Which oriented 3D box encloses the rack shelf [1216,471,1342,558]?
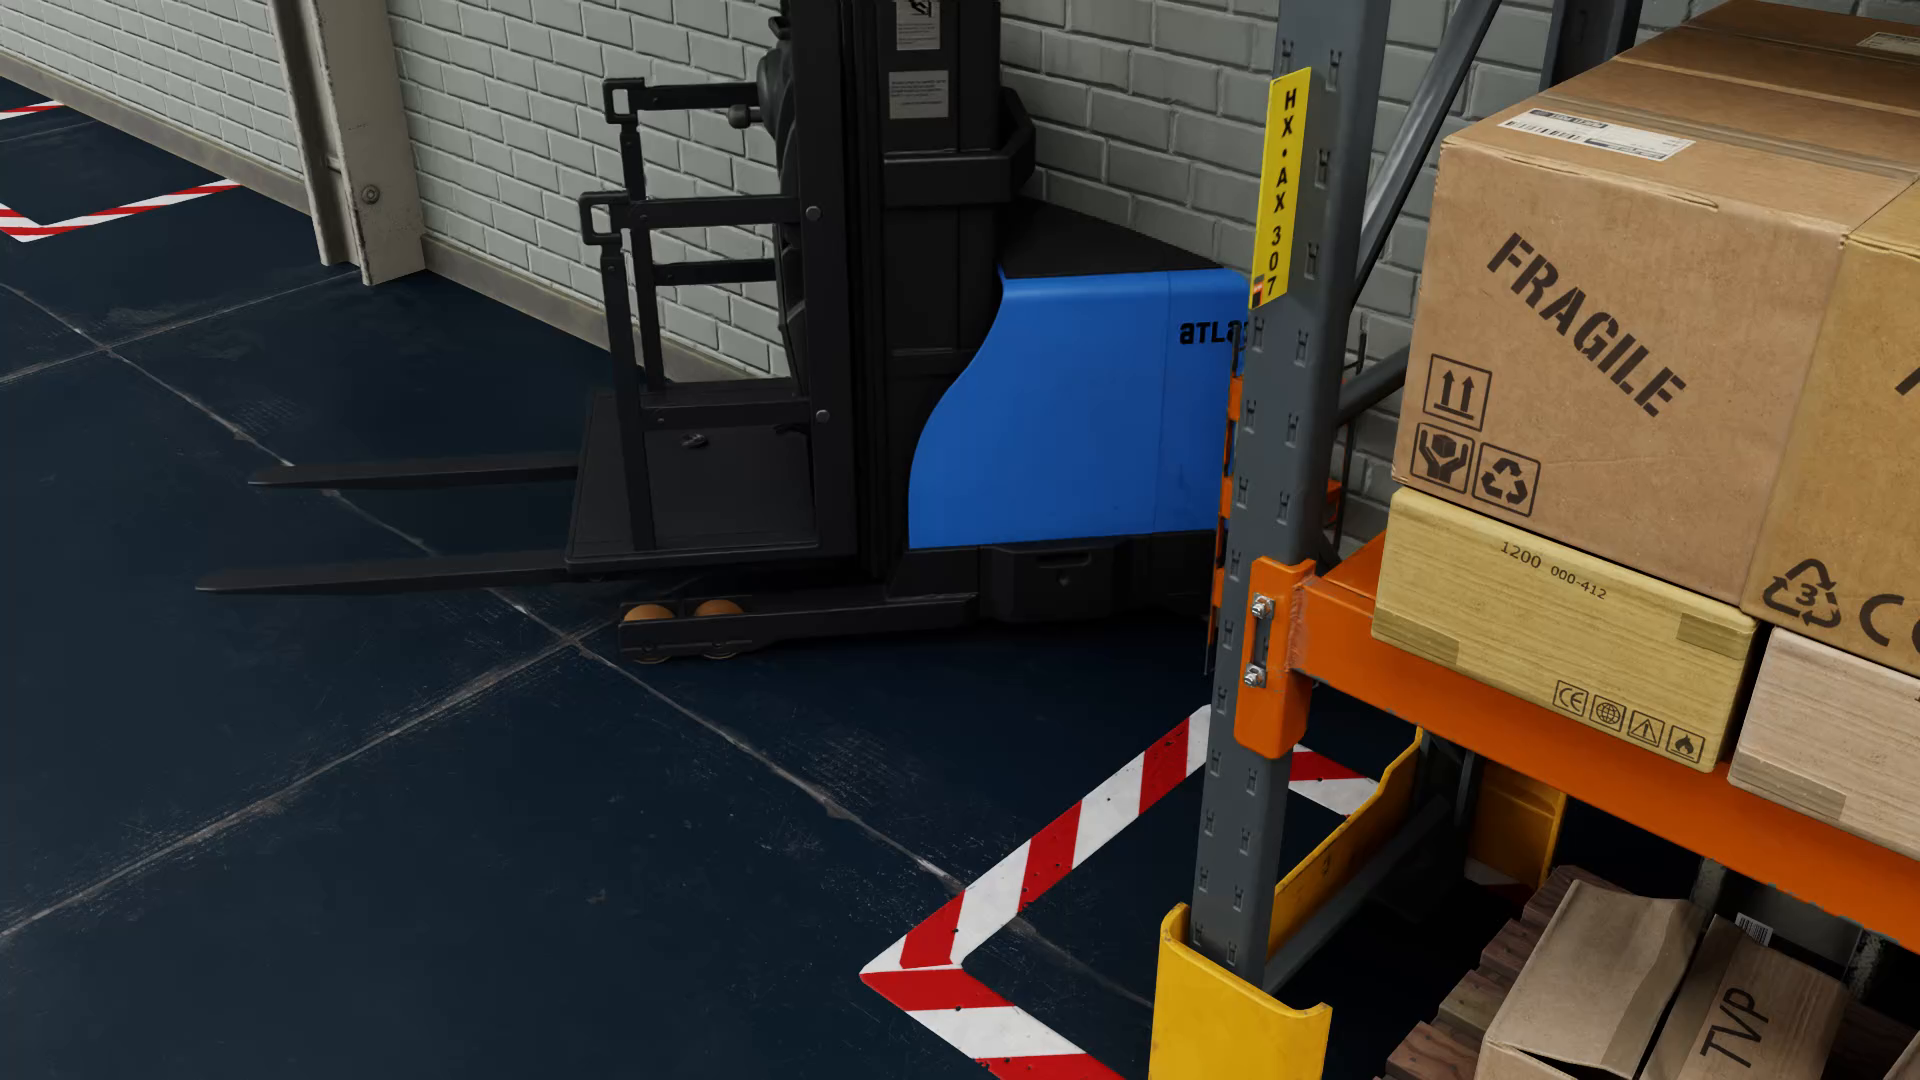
[{"bbox_3d":[0.835,-0.055,4.342,0.215,0.259,0.240,-25,39,-35],"label":"rack shelf"}]

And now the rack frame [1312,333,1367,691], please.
[{"bbox_3d":[0.918,-0.018,4.259,0.200,1.050,0.008,-25,39,-35],"label":"rack frame"}]

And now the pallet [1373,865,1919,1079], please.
[{"bbox_3d":[1.443,1.195,3.060,1.213,0.211,1.003,25,39,35],"label":"pallet"}]

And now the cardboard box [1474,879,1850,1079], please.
[{"bbox_3d":[1.261,0.917,2.999,0.500,0.311,0.500,20,37,30],"label":"cardboard box"}]

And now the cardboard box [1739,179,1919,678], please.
[{"bbox_3d":[1.320,-0.131,1.959,0.500,0.500,0.500,25,39,35],"label":"cardboard box"}]

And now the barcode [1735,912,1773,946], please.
[{"bbox_3d":[1.543,0.766,3.241,0.075,0.075,0.001,25,39,35],"label":"barcode"}]

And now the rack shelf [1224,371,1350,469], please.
[{"bbox_3d":[0.834,-0.299,4.197,0.215,0.259,0.240,-25,39,-35],"label":"rack shelf"}]

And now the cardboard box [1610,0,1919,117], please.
[{"bbox_3d":[1.301,-0.504,2.578,0.500,0.500,0.500,25,39,35],"label":"cardboard box"}]

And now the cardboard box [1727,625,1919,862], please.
[{"bbox_3d":[1.352,0.200,2.136,0.500,0.250,0.500,24,38,34],"label":"cardboard box"}]

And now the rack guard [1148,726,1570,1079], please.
[{"bbox_3d":[0.865,0.777,3.475,0.348,0.500,1.175,25,39,35],"label":"rack guard"}]

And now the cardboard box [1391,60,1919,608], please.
[{"bbox_3d":[0.961,-0.306,2.249,0.500,0.500,0.500,25,39,35],"label":"cardboard box"}]

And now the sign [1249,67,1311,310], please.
[{"bbox_3d":[0.444,-0.484,2.306,0.005,0.325,0.100,25,39,35],"label":"sign"}]

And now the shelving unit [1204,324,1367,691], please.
[{"bbox_3d":[0.835,-0.064,4.336,0.215,1.050,0.252,-25,39,-35],"label":"shelving unit"}]

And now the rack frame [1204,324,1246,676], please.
[{"bbox_3d":[0.753,-0.110,4.414,0.200,1.050,0.008,-25,39,-35],"label":"rack frame"}]

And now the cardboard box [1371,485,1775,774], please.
[{"bbox_3d":[0.957,0.025,2.426,0.500,0.250,0.500,24,38,34],"label":"cardboard box"}]

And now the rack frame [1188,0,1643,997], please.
[{"bbox_3d":[0.808,-0.321,2.874,0.127,3.000,1.000,25,39,35],"label":"rack frame"}]

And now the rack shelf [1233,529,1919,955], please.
[{"bbox_3d":[2.291,0.680,1.910,4.000,0.370,1.077,25,39,35],"label":"rack shelf"}]

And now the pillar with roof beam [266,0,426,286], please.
[{"bbox_3d":[-5.430,-3.410,2.189,0.400,9.000,9.100,25,39,35],"label":"pillar with roof beam"}]

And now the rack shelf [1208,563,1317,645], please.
[{"bbox_3d":[0.837,0.184,4.484,0.215,0.259,0.240,-25,39,-35],"label":"rack shelf"}]

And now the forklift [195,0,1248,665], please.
[{"bbox_3d":[-0.654,-1.196,4.395,3.031,2.935,1.130,-4,31,-6],"label":"forklift"}]
